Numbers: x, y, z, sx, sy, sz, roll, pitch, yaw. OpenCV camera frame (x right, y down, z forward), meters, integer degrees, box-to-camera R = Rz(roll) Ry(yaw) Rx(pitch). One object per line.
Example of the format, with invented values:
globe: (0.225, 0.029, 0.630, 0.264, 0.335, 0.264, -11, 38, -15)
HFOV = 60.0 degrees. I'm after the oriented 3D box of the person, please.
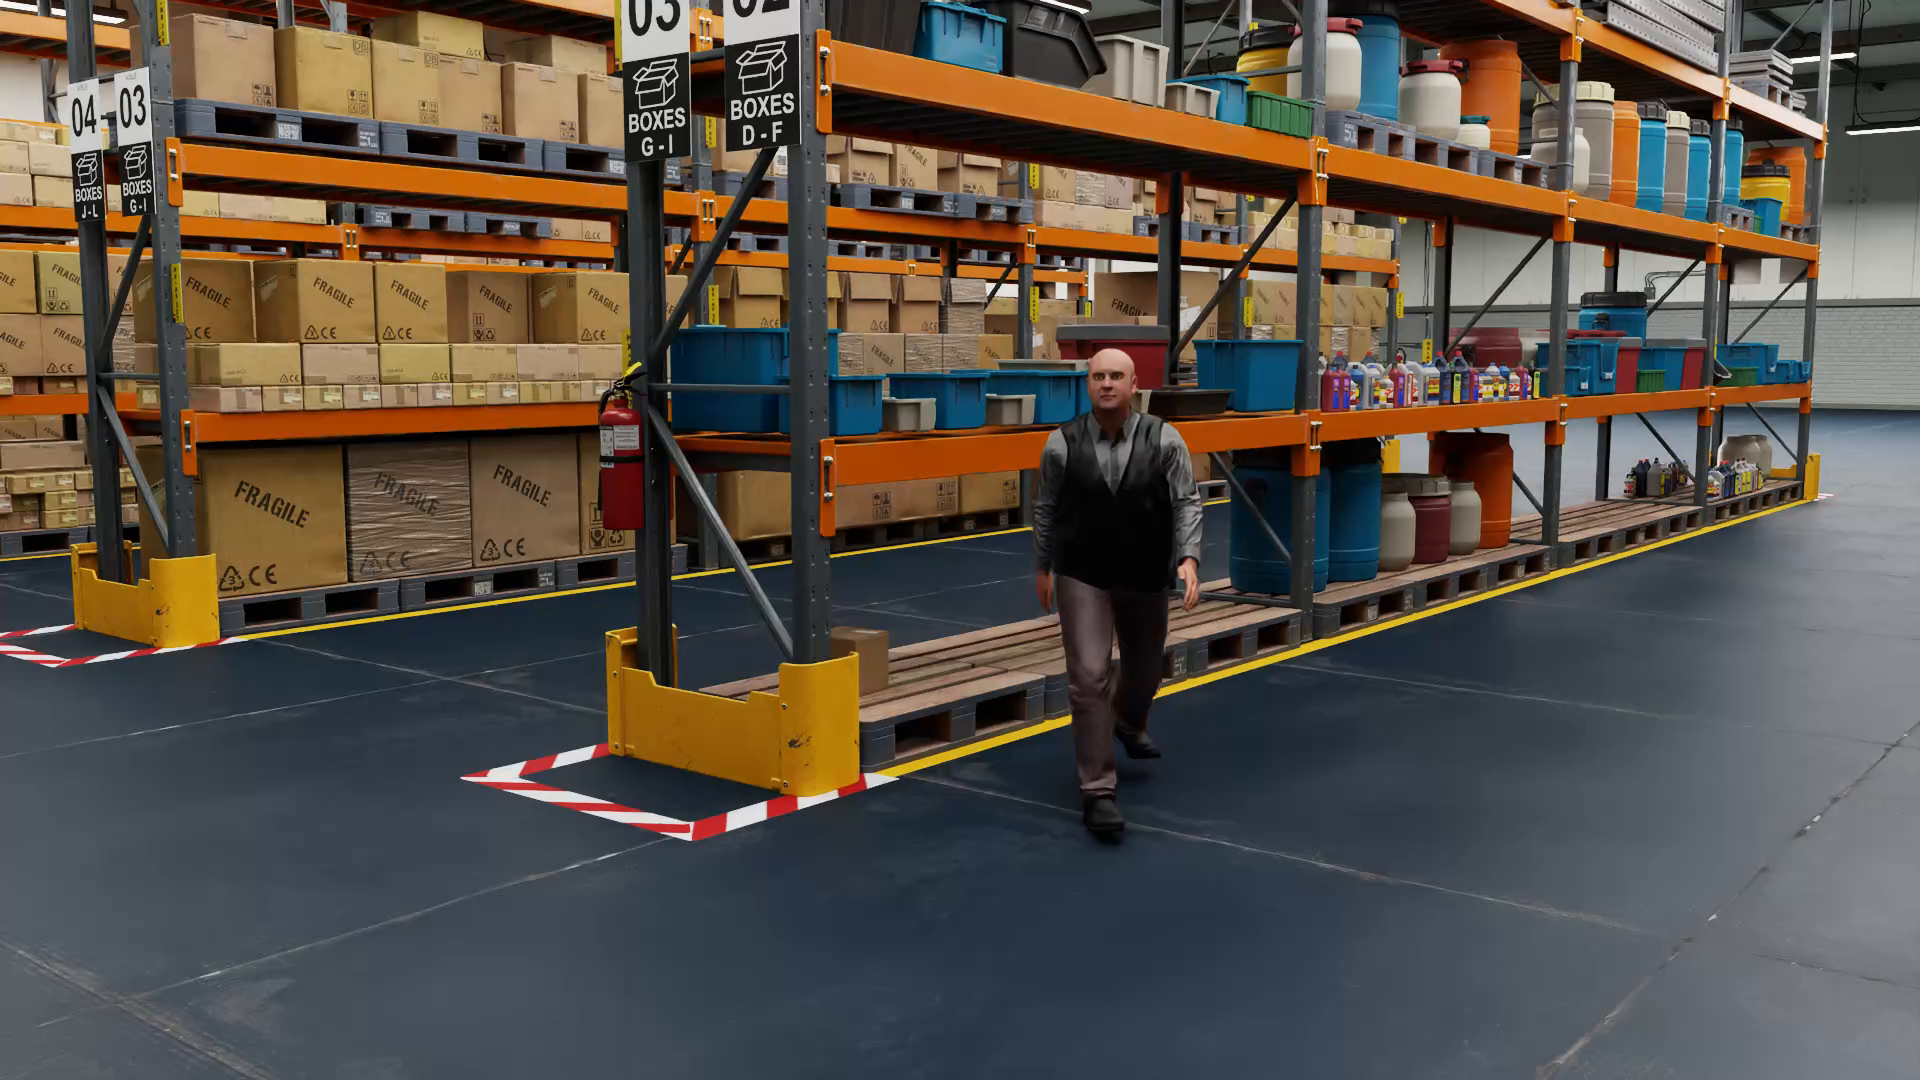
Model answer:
person: (0.563, 0.138, 6.026, 0.597, 1.649, 1.117, 0, 7, 2)
